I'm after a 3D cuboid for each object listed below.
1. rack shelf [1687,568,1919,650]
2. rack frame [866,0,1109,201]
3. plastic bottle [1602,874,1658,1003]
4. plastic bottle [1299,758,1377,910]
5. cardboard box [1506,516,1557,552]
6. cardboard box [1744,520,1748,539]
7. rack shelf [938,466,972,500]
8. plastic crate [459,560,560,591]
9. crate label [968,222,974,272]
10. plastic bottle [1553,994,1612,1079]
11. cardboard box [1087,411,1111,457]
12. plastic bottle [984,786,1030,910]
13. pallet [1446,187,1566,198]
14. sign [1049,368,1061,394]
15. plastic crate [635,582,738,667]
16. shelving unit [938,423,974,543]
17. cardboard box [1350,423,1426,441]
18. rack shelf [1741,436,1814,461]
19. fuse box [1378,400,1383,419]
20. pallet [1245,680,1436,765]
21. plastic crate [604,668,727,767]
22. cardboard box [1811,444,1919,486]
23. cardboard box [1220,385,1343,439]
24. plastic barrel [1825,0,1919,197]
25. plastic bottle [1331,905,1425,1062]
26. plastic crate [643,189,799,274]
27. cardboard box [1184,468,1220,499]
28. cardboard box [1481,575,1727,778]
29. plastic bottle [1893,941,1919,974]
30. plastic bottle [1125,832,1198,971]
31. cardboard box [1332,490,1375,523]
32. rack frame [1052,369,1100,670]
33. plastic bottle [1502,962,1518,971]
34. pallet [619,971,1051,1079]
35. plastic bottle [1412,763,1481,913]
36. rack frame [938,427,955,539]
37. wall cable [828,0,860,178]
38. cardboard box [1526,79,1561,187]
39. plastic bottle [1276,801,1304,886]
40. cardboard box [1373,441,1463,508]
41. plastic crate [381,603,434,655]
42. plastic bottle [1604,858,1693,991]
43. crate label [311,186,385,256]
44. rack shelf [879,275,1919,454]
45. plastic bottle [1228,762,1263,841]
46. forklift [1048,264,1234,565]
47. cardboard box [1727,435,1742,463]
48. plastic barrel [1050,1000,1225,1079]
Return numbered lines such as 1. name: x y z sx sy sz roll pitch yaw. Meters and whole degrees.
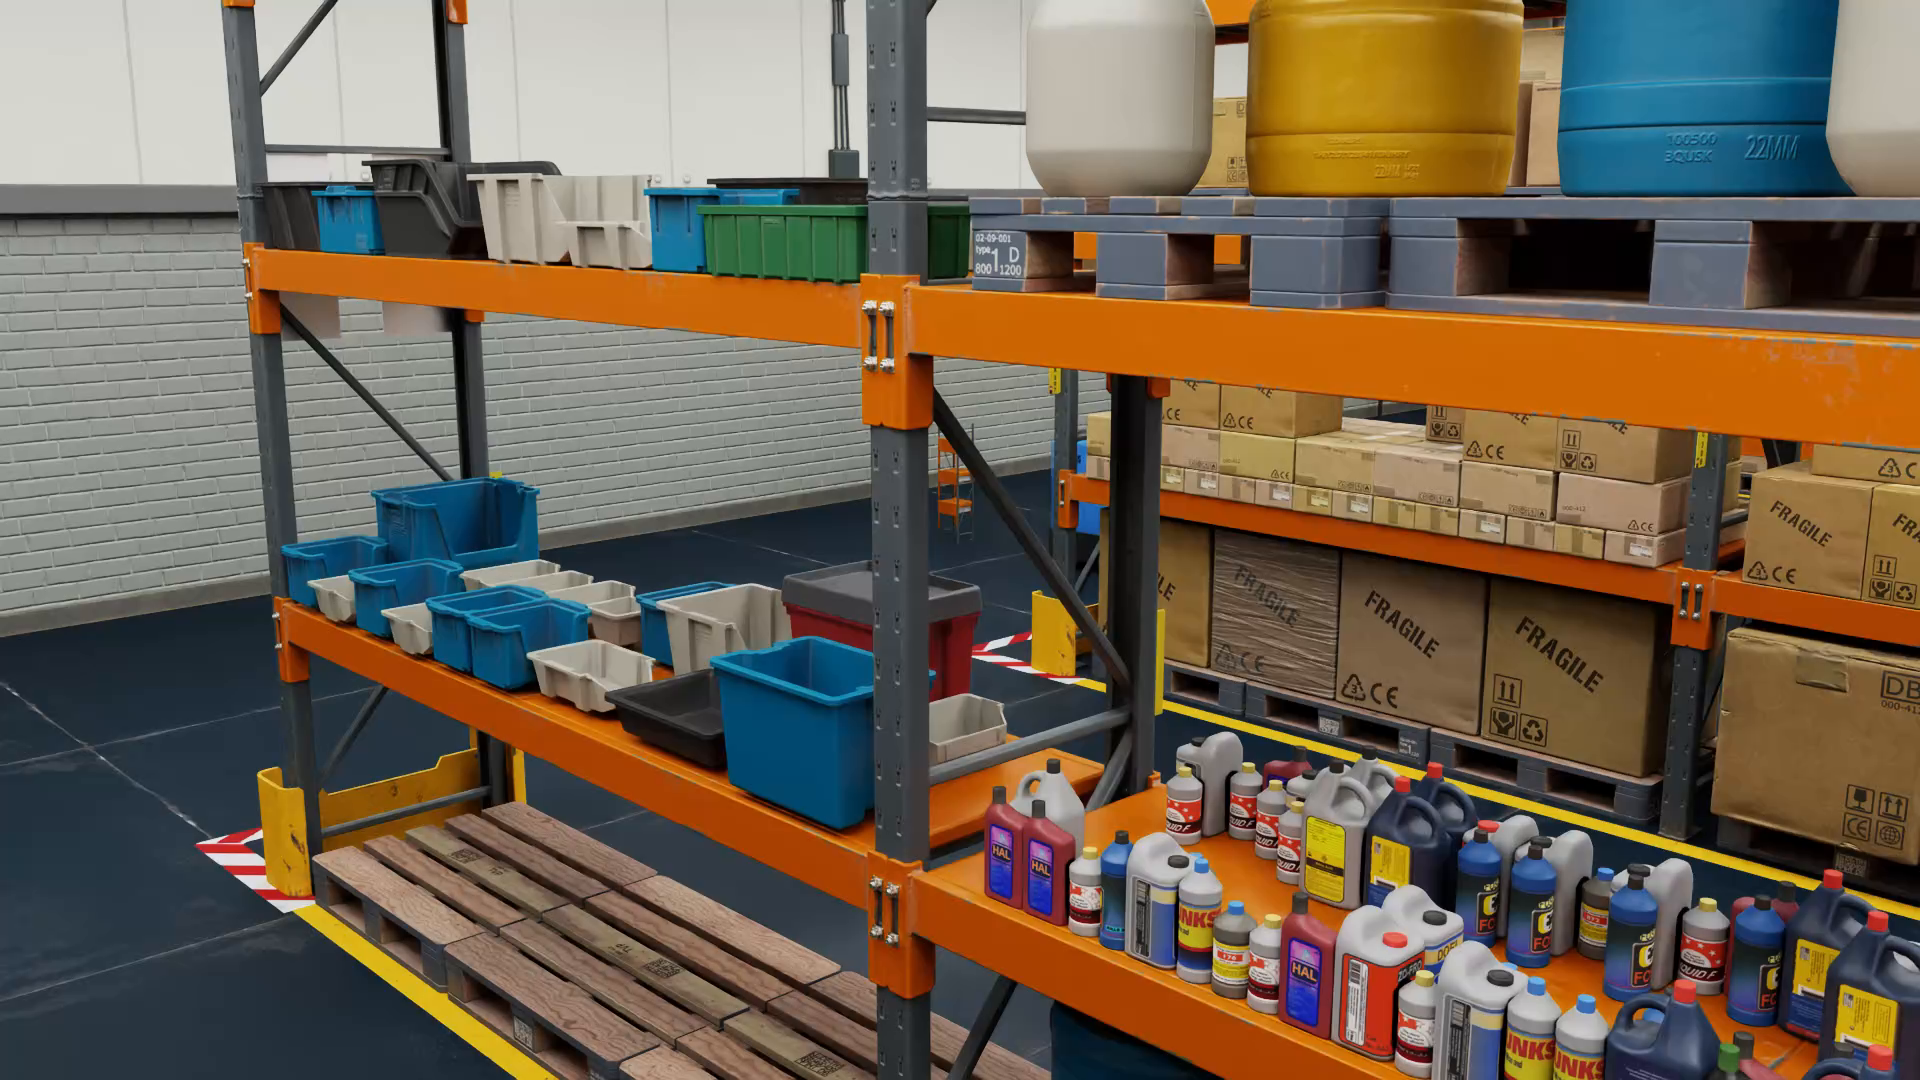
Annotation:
1. rack shelf: 5.141 0.539 6.644 1.077 0.370 4.000 -11 16 -43
2. rack frame: 0.178 -2.353 4.033 1.000 3.000 0.127 -11 16 -43
3. plastic bottle: 1.460 0.861 3.618 0.097 0.271 0.097 0 12 0
4. plastic bottle: 0.945 0.718 4.116 0.144 0.351 0.185 -11 16 -43
5. cardboard box: 2.957 -0.056 8.372 0.380 0.149 0.250 -11 16 -44
6. cardboard box: 6.029 -0.078 12.407 0.250 0.149 0.380 11 16 43
7. rack shelf: -0.037 -0.512 14.846 0.215 0.259 0.240 -11 16 -43
8. plastic crate: -1.891 0.195 7.037 0.396 0.136 0.243 -11 16 -43
9. crate label: 0.049 -0.867 4.904 0.293 0.136 0.466 -11 16 -43
10. plastic bottle: 1.149 0.973 3.076 0.097 0.271 0.097 0 12 0
11. cardboard box: 1.134 -0.654 10.284 0.500 0.250 0.500 11 16 44
12. plastic bottle: 0.122 0.755 4.102 0.061 0.283 0.133 -11 16 -43
13. pallet: 3.202 -1.652 8.281 1.003 0.211 1.213 -11 16 -43
14. sign: 0.592 -1.075 10.355 0.100 0.325 0.005 -11 16 -43
15. plastic crate: -0.981 0.318 6.201 0.416 0.233 0.300 -11 16 -43
16. shelving unit: -0.037 -0.522 14.843 0.215 1.050 0.252 -11 16 -43
17. cardboard box: 2.588 -0.504 9.557 0.500 0.250 0.500 -11 16 -42
18. rack shelf: 6.036 -0.721 12.761 1.077 0.370 4.000 -11 16 -43
19. fuse box: 5.874 -2.530 22.951 0.539 1.711 0.414 -11 16 -43
20. pallet: 2.445 0.961 9.726 1.003 0.211 1.213 -11 16 -43
21. plastic crate: -0.790 0.564 5.271 0.437 0.125 0.590 -11 16 -43
22. cardboard box: 4.207 -0.553 7.430 0.637 0.503 0.797 11 16 44
23. cardboard box: 1.841 -0.873 9.492 0.500 0.500 0.500 11 16 44
24. plastic barrel: 1.607 -0.810 2.600 0.433 0.535 0.433 0 12 0
25. plastic bottle: 0.861 0.902 3.409 0.152 0.276 0.135 -11 16 -43
26. plastic crate: -0.682 -0.891 4.782 0.416 0.233 0.300 -11 16 -43
27. cardboard box: 1.540 -0.356 9.827 0.380 0.149 0.250 -11 16 -43
28. cardboard box: 3.362 0.622 8.682 0.875 0.875 0.875 -11 16 -43
29. plastic bottle: 1.917 0.919 3.325 0.152 0.276 0.135 -11 16 -43
30. plastic bottle: 0.474 0.820 3.806 0.152 0.276 0.135 -11 16 -43
31. cardboard box: 2.250 -0.206 9.099 0.380 0.149 0.250 -11 16 -42
32. rack frame: 0.998 -0.689 10.822 1.000 3.000 0.127 -11 16 -43
33. plastic bottle: 1.099 0.952 3.350 0.097 0.201 0.097 0 12 0
34. pallet: -0.358 1.849 5.414 1.003 0.211 1.213 -11 16 -43
35. plastic bottle: 1.177 0.725 4.083 0.144 0.351 0.185 -11 16 -43
36. rack frame: -0.121 -0.540 14.930 0.200 1.050 0.008 -11 16 -43
37. wall cable: -0.414 -6.508 16.229 2.277 5.999 0.120 -11 16 -43
38. cardboard box: 3.176 -1.984 8.137 0.500 0.500 0.700 11 16 42
39. plastic bottle: 0.859 0.768 4.241 0.097 0.201 0.097 0 12 0
40. cardboard box: 2.553 -0.355 8.835 0.500 0.250 0.500 -10 16 -41
41. plastic crate: -2.022 0.340 6.331 0.250 0.136 0.298 -11 16 -43
42. plastic bottle: 1.537 0.839 3.715 0.152 0.276 0.135 -11 16 -43
43. crate label: -2.181 -1.215 6.312 0.408 0.251 0.502 -11 16 -43
44. rack shelf: 1.559 -0.240 2.991 1.077 0.370 4.000 -11 16 -43
45. plastic bottle: 0.784 0.708 4.534 0.097 0.201 0.097 0 12 0
46. forklift: 2.255 -1.153 13.242 3.031 2.935 1.130 7 14 32
47. cardboard box: 3.614 -0.650 8.410 0.500 0.500 0.500 -11 16 -43
48. plastic barrel: 0.541 1.489 4.411 0.600 0.901 0.708 -11 16 -43
